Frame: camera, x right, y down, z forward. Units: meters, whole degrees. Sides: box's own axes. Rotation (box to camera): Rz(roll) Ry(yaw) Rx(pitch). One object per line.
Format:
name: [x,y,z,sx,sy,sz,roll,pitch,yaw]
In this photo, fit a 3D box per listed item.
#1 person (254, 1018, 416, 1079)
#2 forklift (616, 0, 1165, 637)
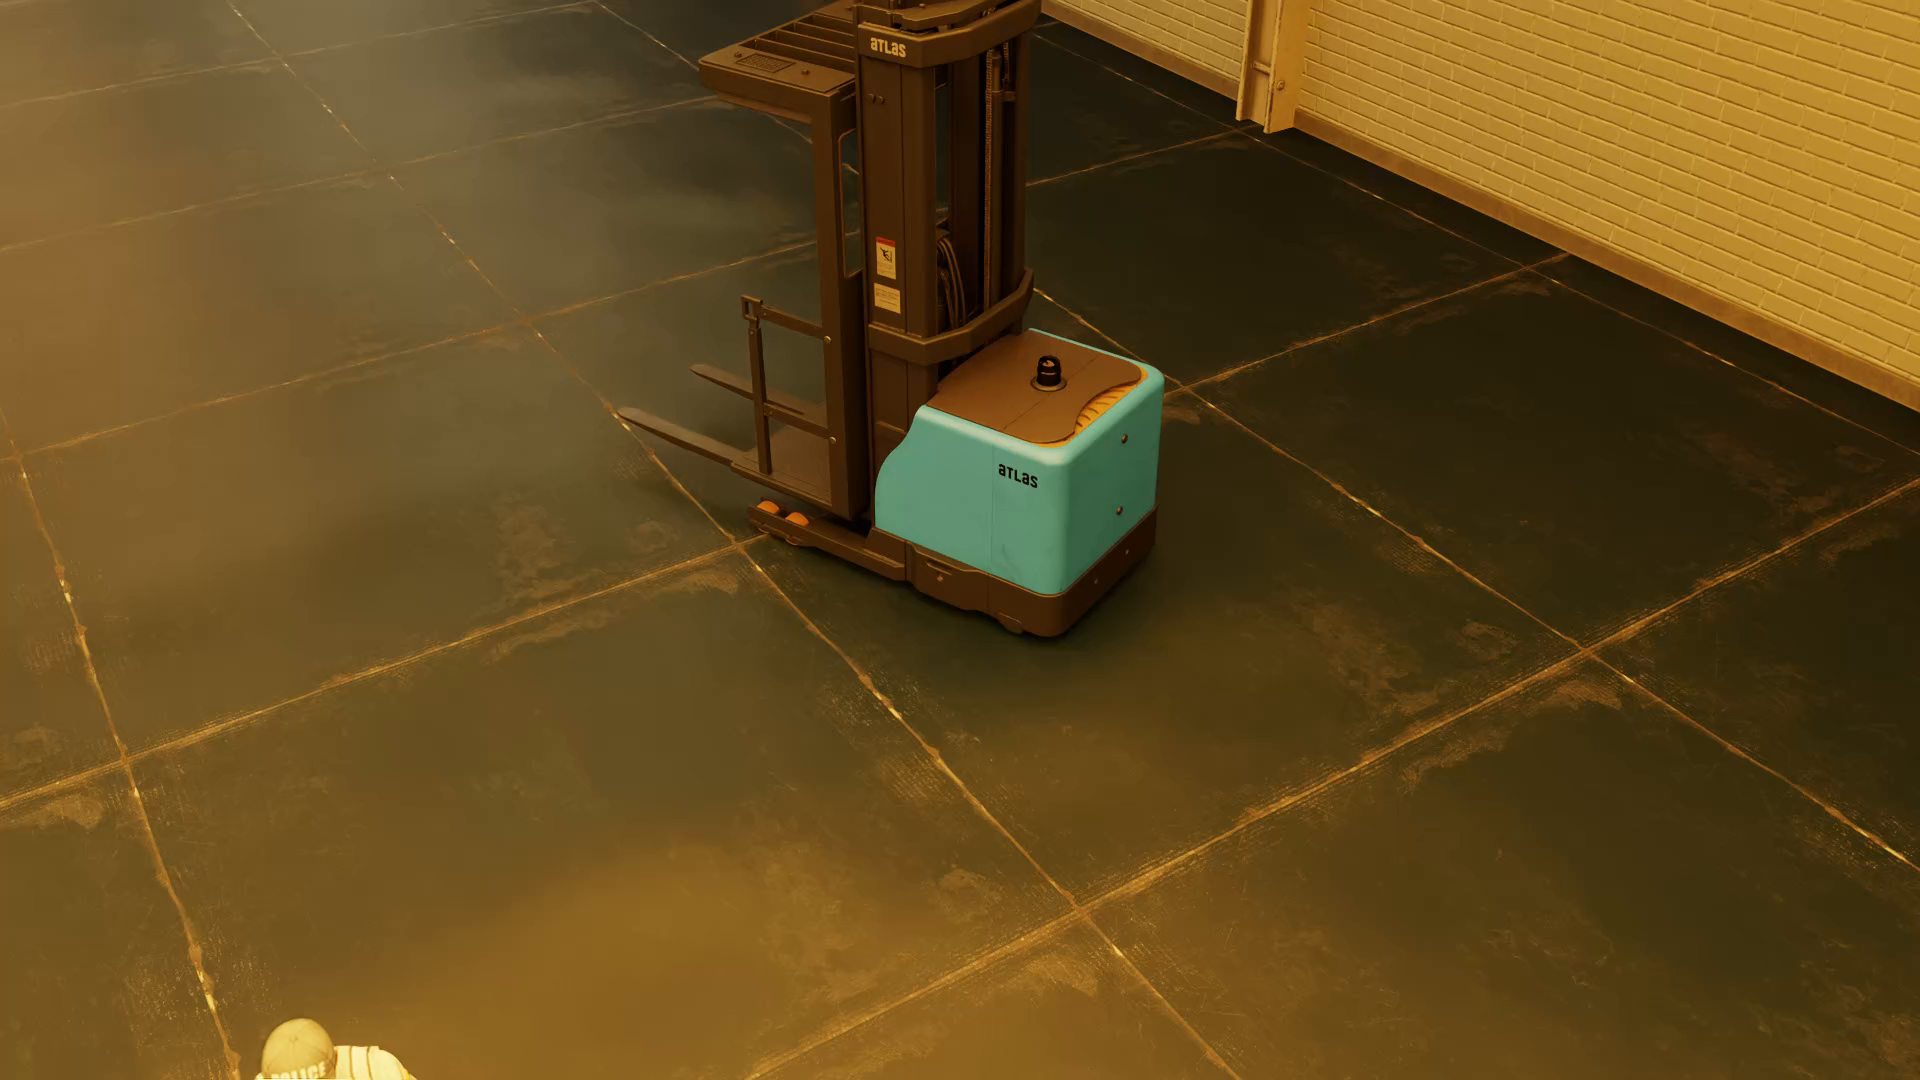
person: [-1.636,1.865,4.609,0.590,1.650,0.422,-16,38,-22]
forklift: [-0.500,-1.399,8.138,3.031,2.935,1.130,22,41,28]
